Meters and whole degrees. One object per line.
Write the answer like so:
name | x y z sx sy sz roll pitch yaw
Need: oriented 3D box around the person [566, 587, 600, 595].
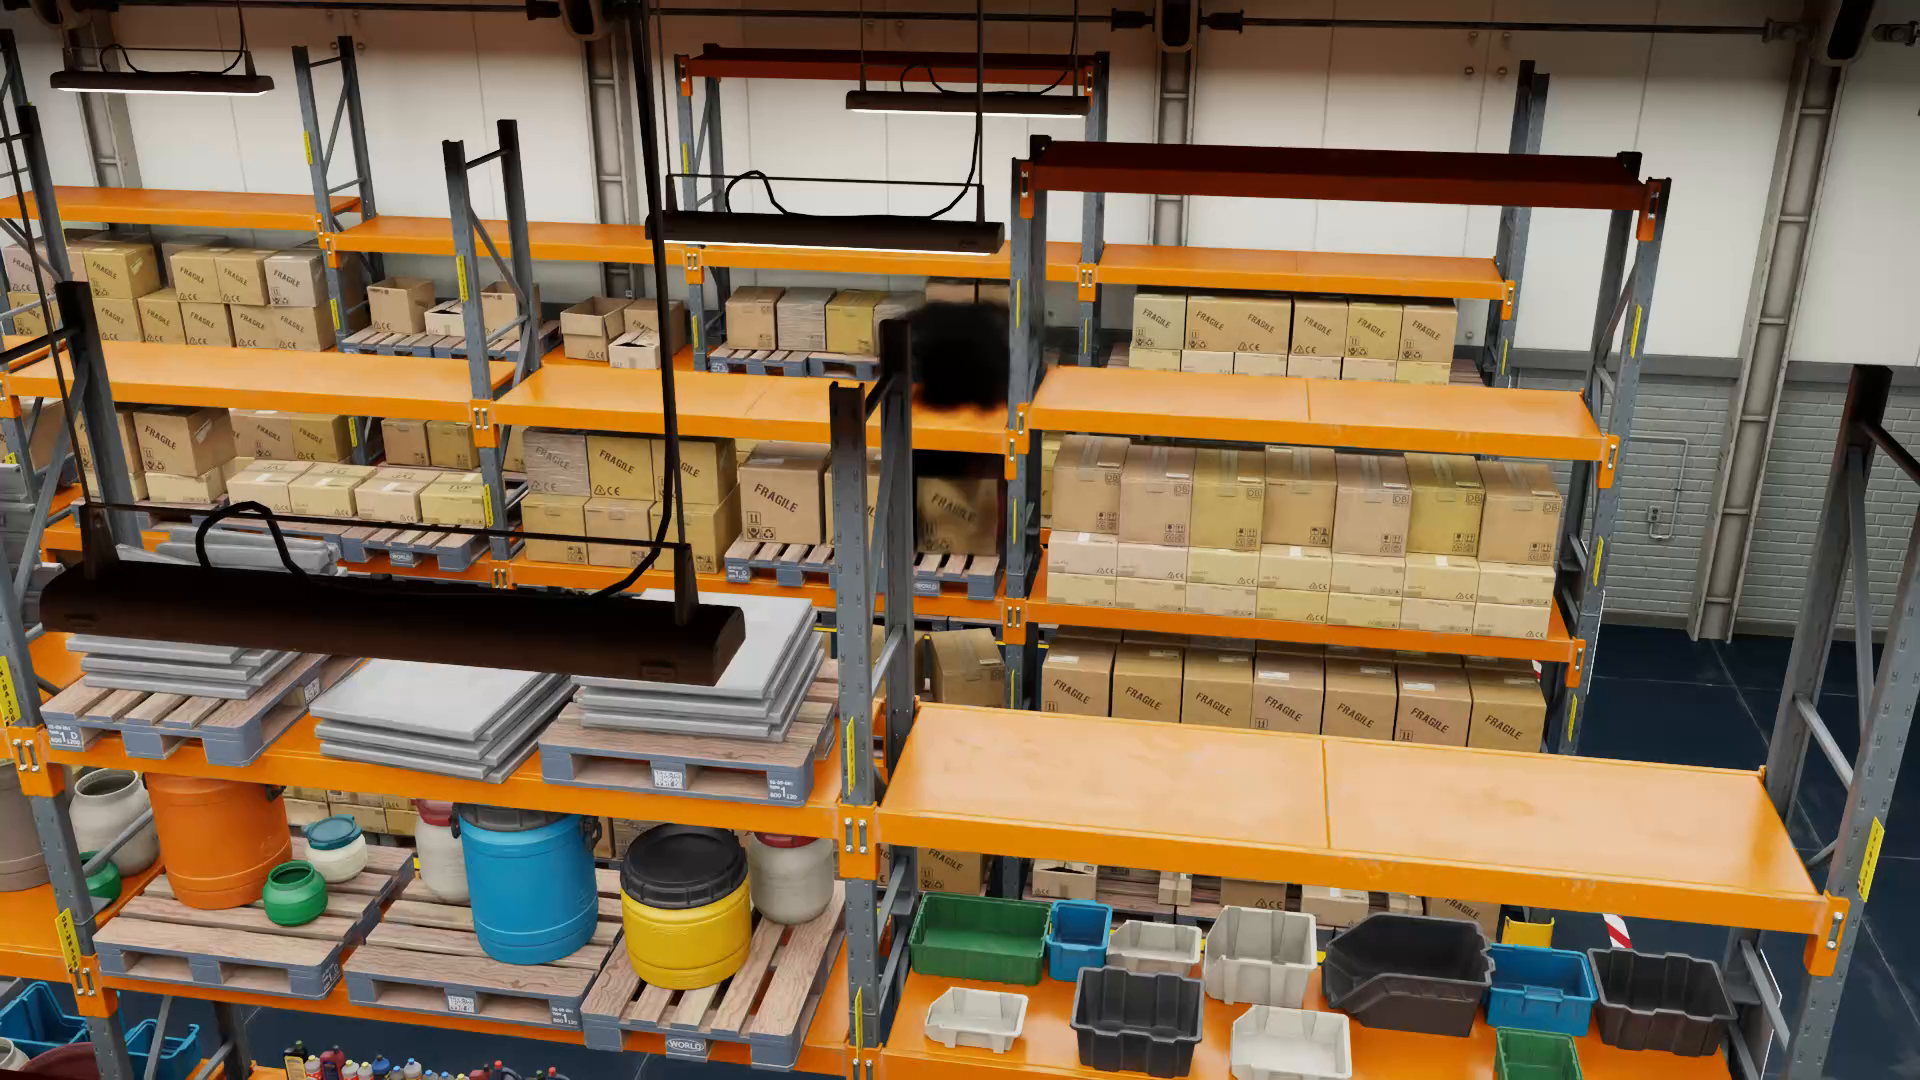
person | -3.712 0.585 16.871 0.848 1.715 0.629 -5 23 -11
